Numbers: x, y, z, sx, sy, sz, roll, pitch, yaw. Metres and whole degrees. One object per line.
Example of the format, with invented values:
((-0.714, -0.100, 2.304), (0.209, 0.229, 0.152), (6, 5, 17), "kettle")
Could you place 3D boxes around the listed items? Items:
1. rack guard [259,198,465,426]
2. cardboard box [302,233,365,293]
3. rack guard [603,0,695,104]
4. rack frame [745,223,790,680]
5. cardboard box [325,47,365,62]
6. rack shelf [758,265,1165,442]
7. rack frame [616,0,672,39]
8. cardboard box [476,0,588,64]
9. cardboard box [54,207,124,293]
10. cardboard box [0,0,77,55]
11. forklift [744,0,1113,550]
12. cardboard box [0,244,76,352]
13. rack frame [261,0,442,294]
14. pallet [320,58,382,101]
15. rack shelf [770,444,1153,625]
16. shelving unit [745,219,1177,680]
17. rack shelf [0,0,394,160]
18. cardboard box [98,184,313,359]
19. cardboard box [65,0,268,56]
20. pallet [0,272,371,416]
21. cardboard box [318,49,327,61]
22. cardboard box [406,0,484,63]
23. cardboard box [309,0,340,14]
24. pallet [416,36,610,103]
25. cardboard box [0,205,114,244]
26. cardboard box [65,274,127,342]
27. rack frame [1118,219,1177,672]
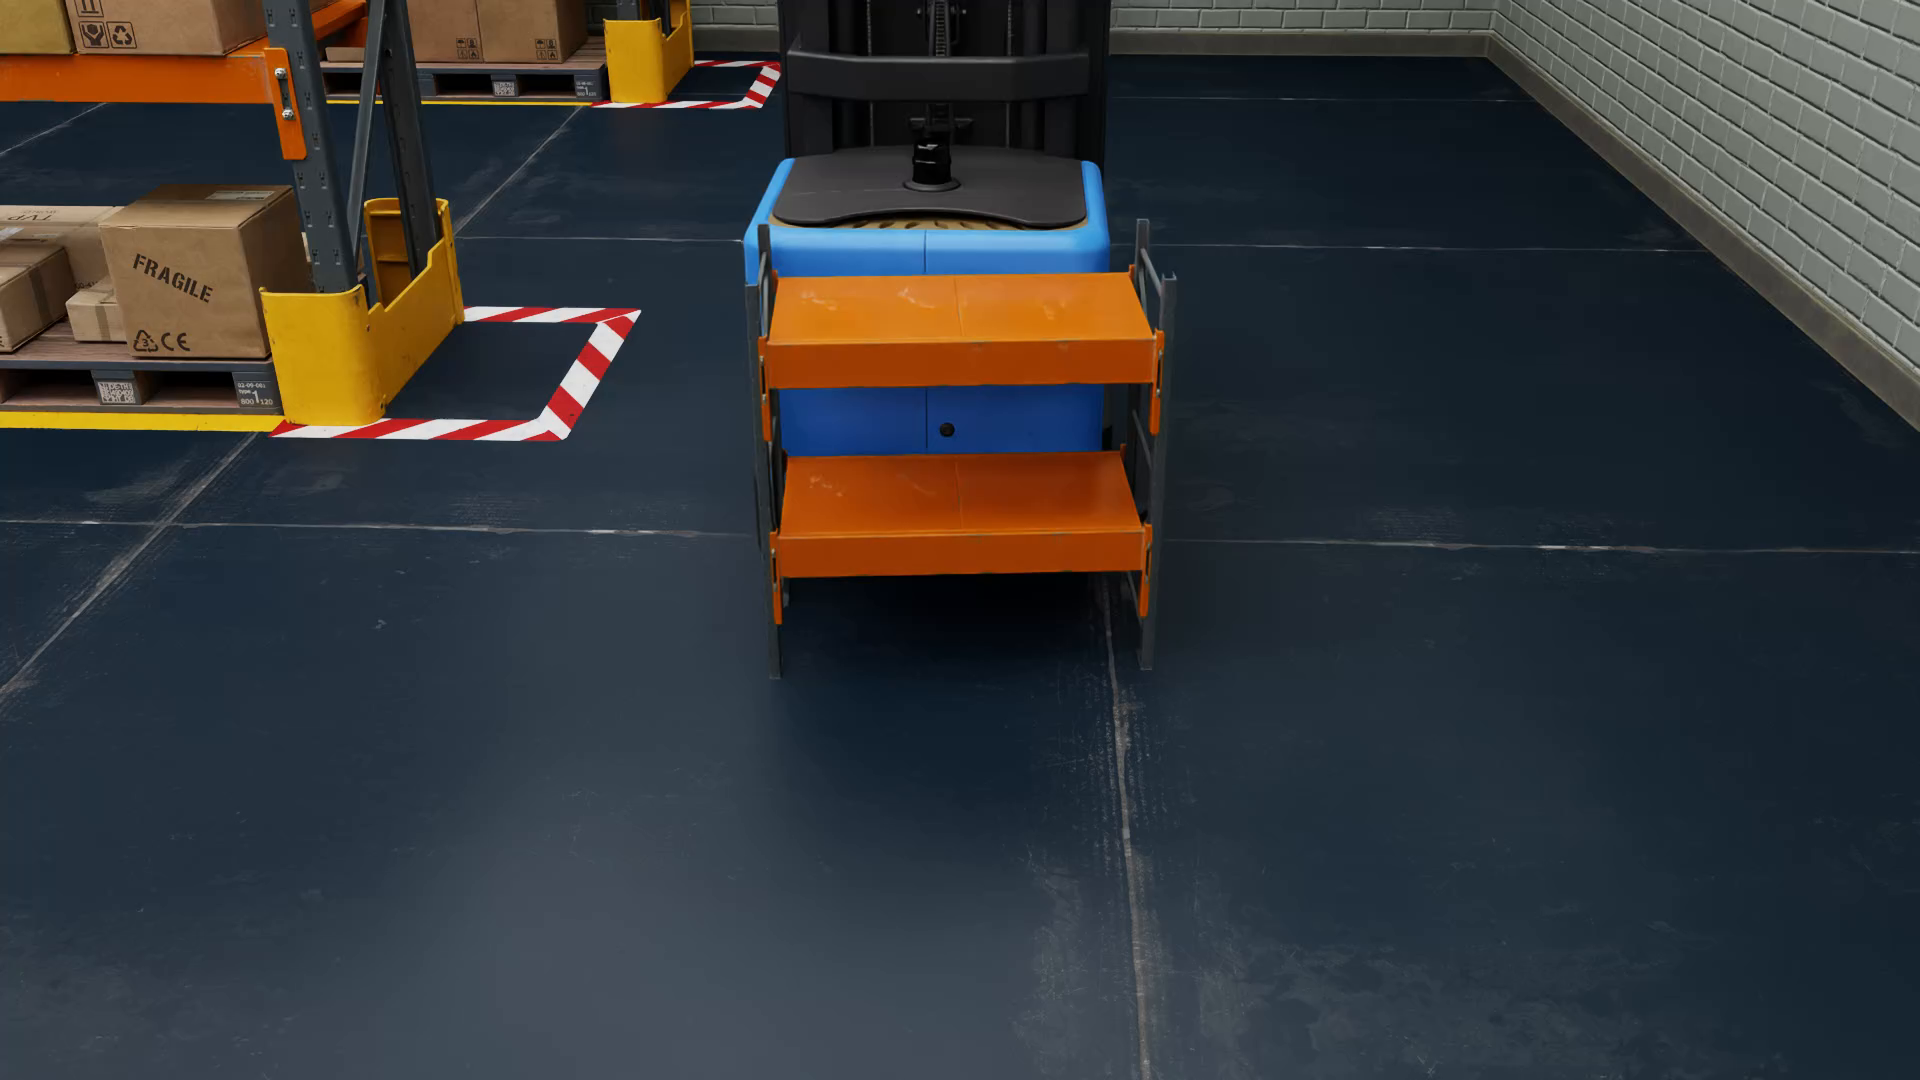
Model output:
((-2.276, -0.908, 6.430), (0.348, 0.500, 1.175), (1, 28, 2), "rack guard")
((-2.606, -1.114, 6.723), (0.250, 0.149, 0.380), (1, 28, 2), "cardboard box")
((-2.005, -3.226, 10.801), (0.348, 0.500, 1.175), (1, 28, 2), "rack guard")
((-0.513, -0.232, 4.486), (0.032, 1.125, 0.500), (-1, 28, -2), "rack frame")
((-3.734, -3.392, 10.668), (0.500, 0.500, 0.700), (0, 28, 0), "cardboard box")
((-0.006, -0.500, 4.368), (1.000, 0.278, 0.538), (-1, 28, -2), "rack shelf")
((-2.029, -4.330, 10.216), (0.127, 3.000, 1.000), (1, 28, 2), "rack frame")
((-2.732, -3.376, 10.637), (0.500, 0.500, 0.700), (1, 28, 2), "cardboard box")
((-3.233, -1.141, 6.666), (0.500, 0.250, 0.500), (1, 28, 2), "cardboard box")
((-3.176, -1.943, 5.605), (0.500, 0.500, 0.500), (1, 28, 2), "cardboard box")
((-0.042, -1.876, 5.659), (1.130, 2.935, 3.031), (1, 28, 2), "forklift")
((-3.700, -0.915, 6.239), (0.500, 0.250, 0.500), (1, 28, 2), "cardboard box")
((-2.200, -2.012, 5.842), (0.127, 3.000, 1.000), (1, 28, 2), "rack frame")
((-4.047, -3.096, 10.866), (1.213, 0.211, 1.003), (1, 28, 2), "pallet")
((-0.006, -0.026, 4.620), (1.000, 0.278, 0.538), (-1, 28, -2), "rack shelf")
((-0.006, -0.242, 4.505), (1.048, 1.125, 0.538), (-1, 28, -2), "shelving unit")
((-4.199, -1.727, 6.073), (4.000, 0.370, 1.077), (1, 28, 2), "rack shelf")
((-2.752, -0.995, 6.124), (0.500, 0.500, 0.500), (1, 28, 2), "cardboard box")
((-2.657, -1.936, 5.592), (0.500, 0.500, 0.500), (2, 28, 3), "cardboard box")
((-3.072, -0.793, 6.522), (1.213, 0.211, 1.003), (1, 28, 2), "pallet")
((-4.268, -3.398, 10.678), (0.500, 0.500, 0.700), (2, 28, 3), "cardboard box")
((-3.232, -3.384, 10.652), (0.500, 0.500, 0.700), (1, 28, 2), "cardboard box")
((-2.634, -2.187, 6.065), (0.500, 0.500, 0.500), (2, 28, 3), "cardboard box")
((-2.831, -3.075, 10.825), (1.213, 0.211, 1.003), (1, 28, 2), "pallet")
((-3.733, -1.149, 6.682), (0.500, 0.250, 0.500), (1, 28, 2), "cardboard box")
((-3.153, -0.897, 6.294), (0.250, 0.166, 0.380), (1, 28, 2), "cardboard box")
((0.502, -0.252, 4.524), (0.032, 1.125, 0.500), (-1, 28, -2), "rack frame")
